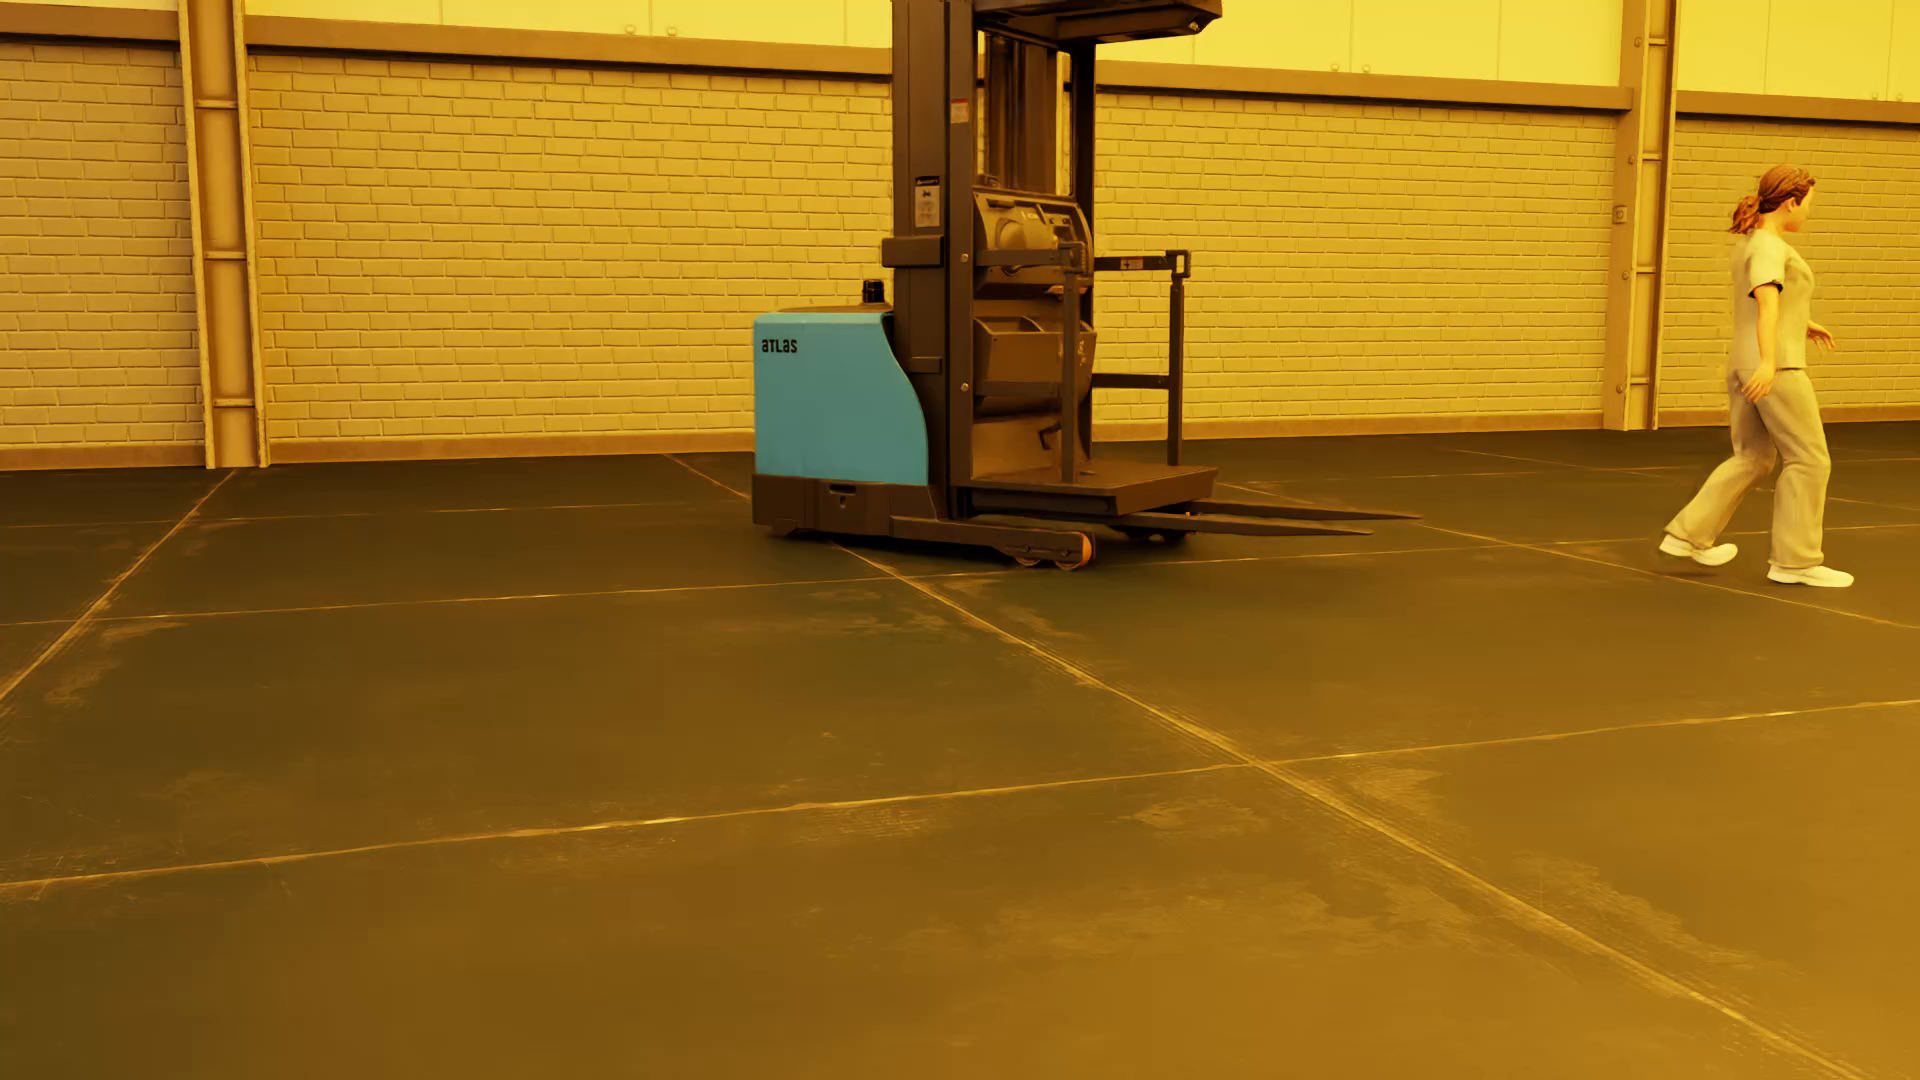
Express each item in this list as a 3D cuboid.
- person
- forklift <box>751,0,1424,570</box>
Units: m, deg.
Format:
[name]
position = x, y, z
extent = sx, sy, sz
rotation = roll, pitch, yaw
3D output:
[person]
position = 3.231, -0.653, 6.627
extent = 0.720, 1.659, 0.823
rotation = 1, 8, 9
[forklift]
position = 0.511, -1.407, 7.395
extent = 3.031, 2.935, 1.130
rotation = 5, 9, 33
